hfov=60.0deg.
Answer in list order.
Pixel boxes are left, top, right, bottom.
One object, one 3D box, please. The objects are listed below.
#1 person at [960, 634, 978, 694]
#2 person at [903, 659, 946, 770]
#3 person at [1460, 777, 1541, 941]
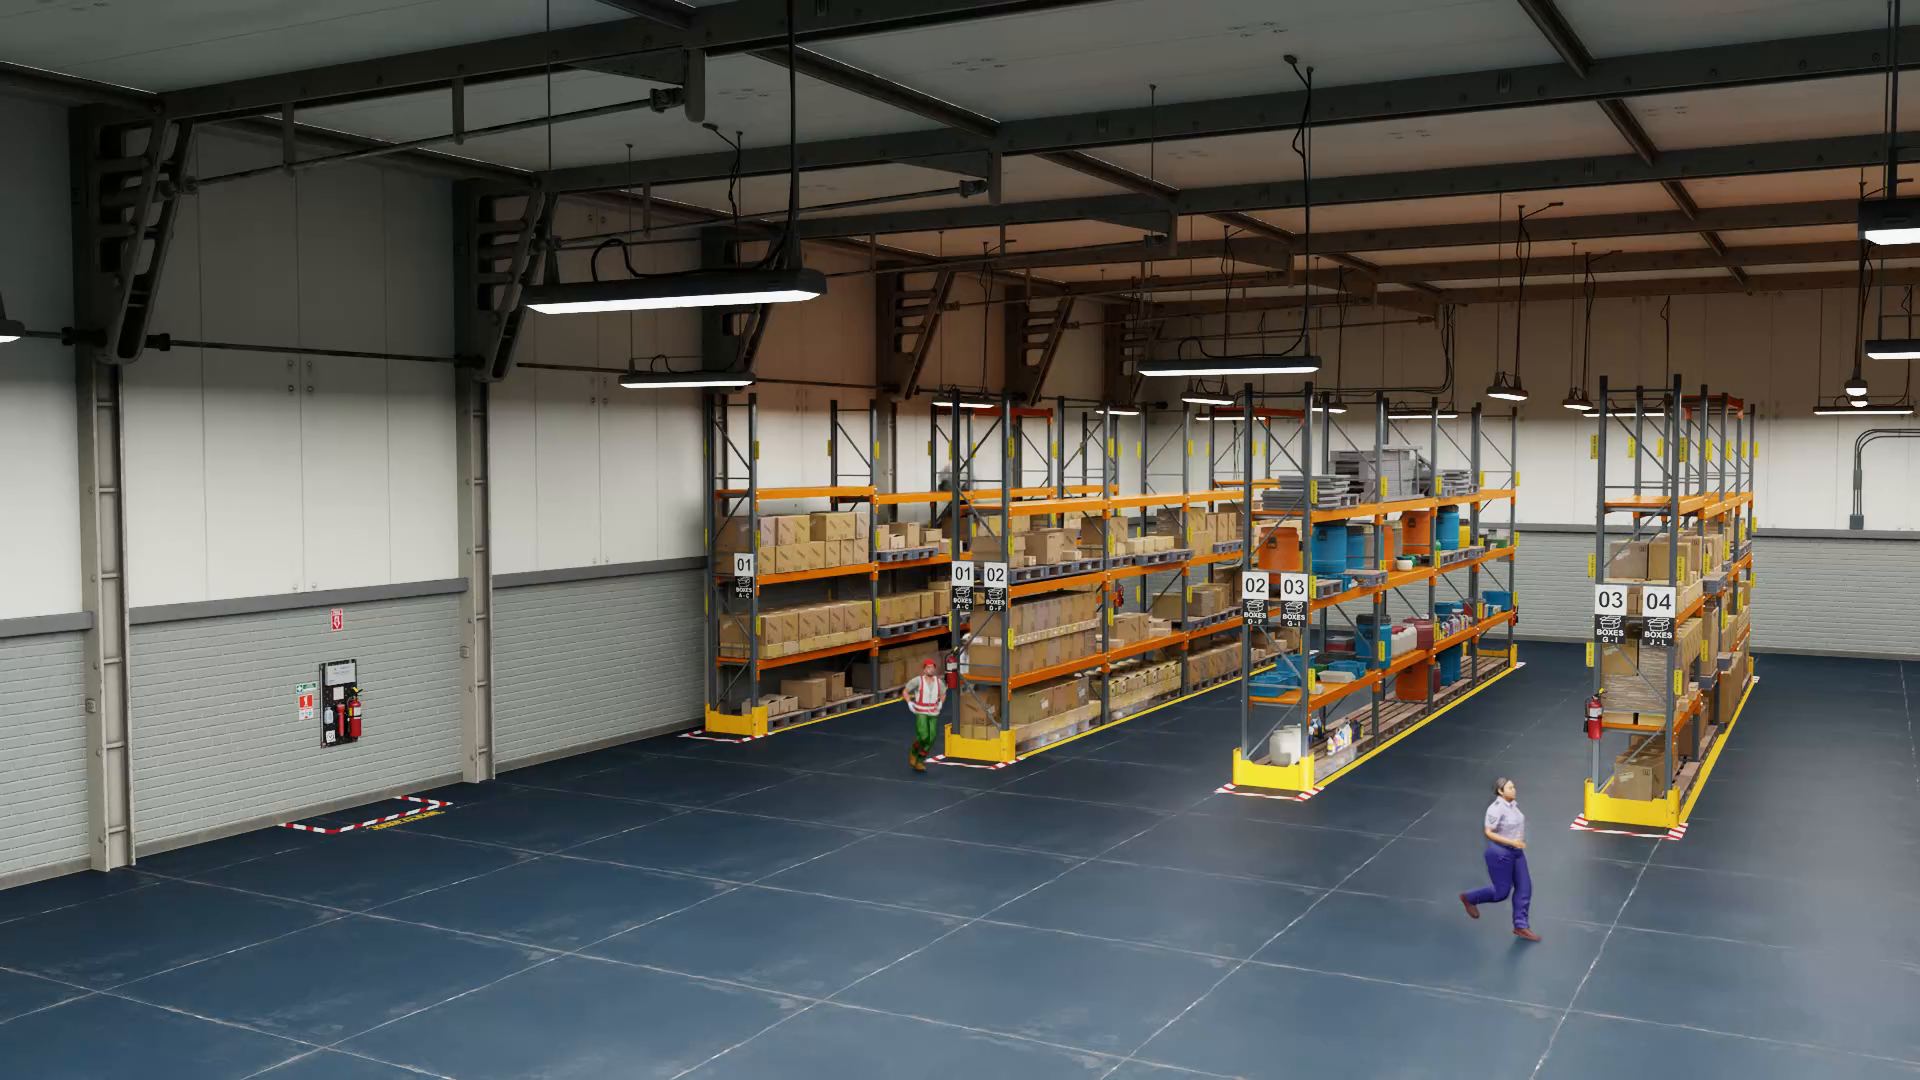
[{"bbox_3d":[0.128,2.535,29.694,0.671,1.728,0.597,1,3,18],"label":"person"},{"bbox_3d":[-0.504,2.724,25.943,0.692,1.735,0.519,-1,3,-22],"label":"person"},{"bbox_3d":[5.609,3.262,17.181,0.607,1.639,0.849,-3,4,-44],"label":"person"}]
